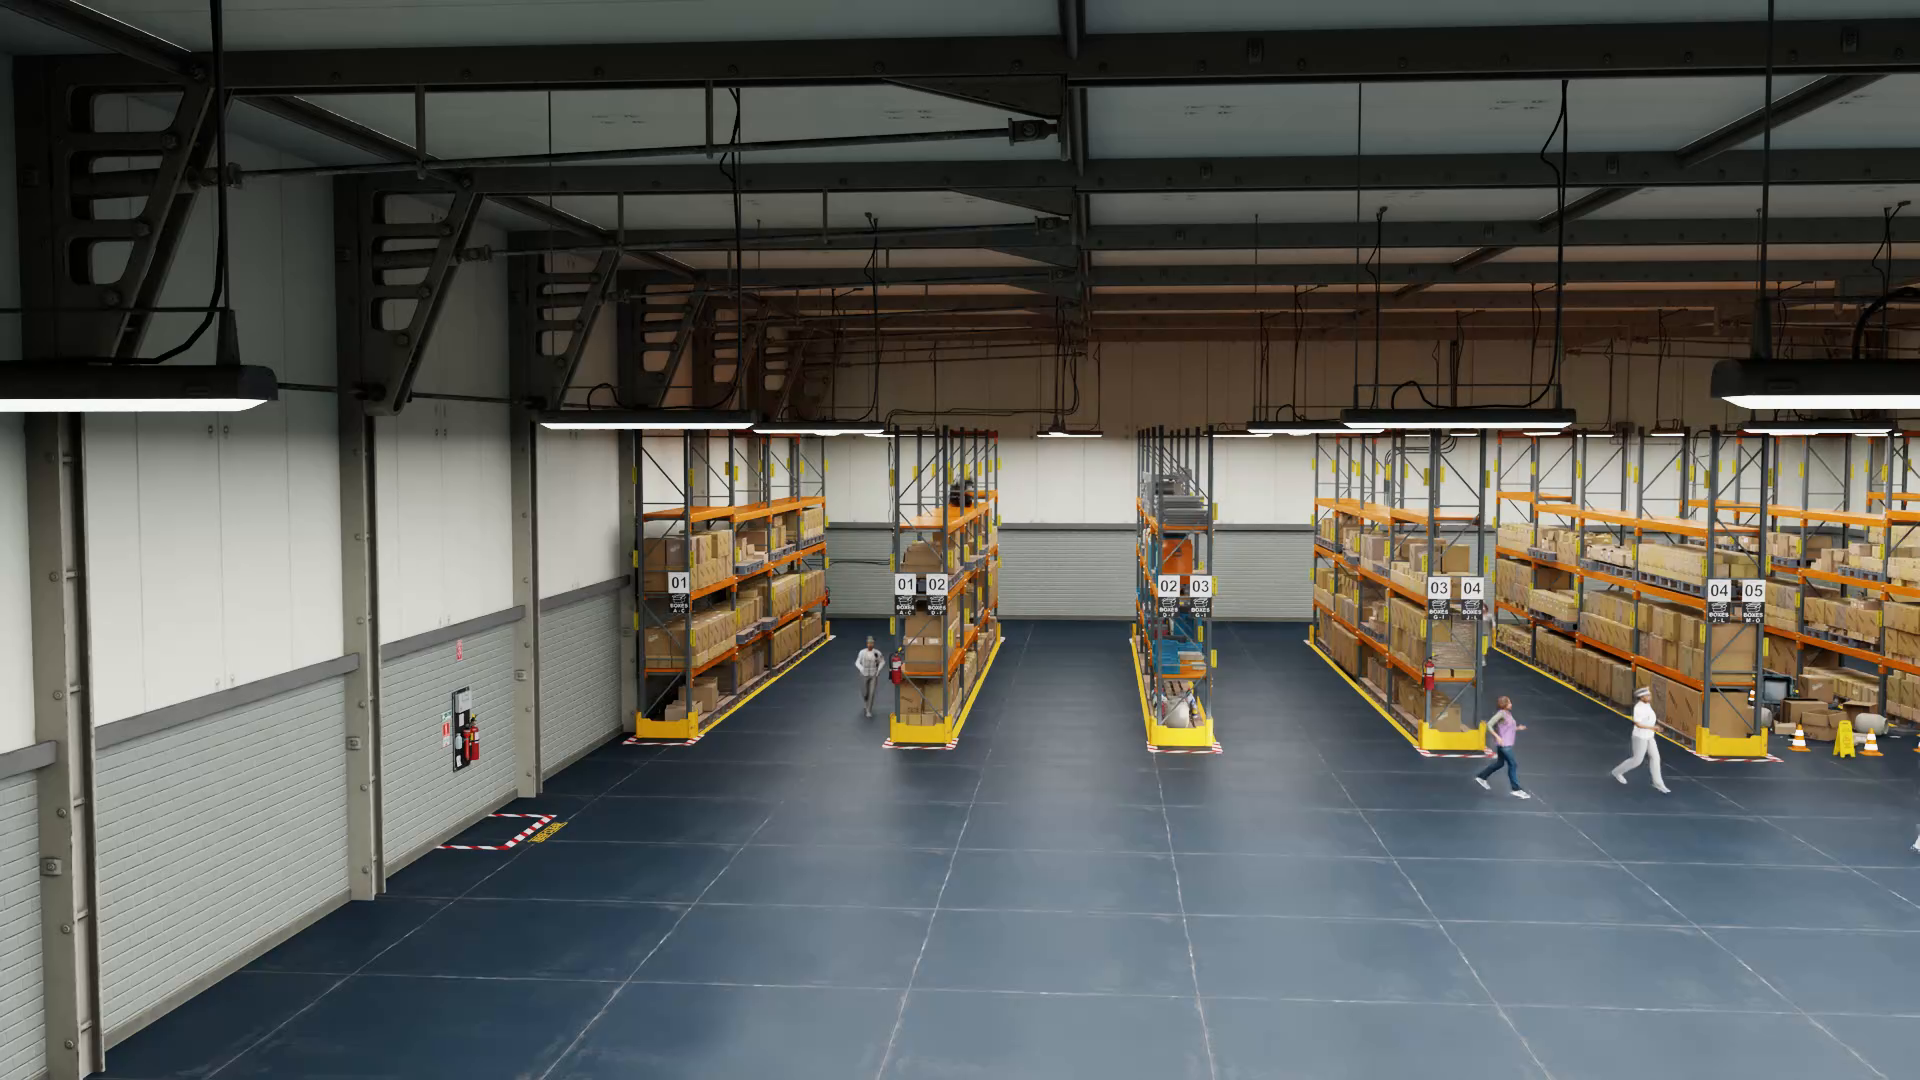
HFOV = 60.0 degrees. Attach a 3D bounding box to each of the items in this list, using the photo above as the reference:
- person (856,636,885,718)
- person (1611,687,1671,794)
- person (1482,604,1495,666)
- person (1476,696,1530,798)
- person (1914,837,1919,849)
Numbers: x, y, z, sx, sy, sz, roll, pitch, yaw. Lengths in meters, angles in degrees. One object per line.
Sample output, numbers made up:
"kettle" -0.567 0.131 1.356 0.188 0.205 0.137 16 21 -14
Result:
"person" -1.862 2.810 34.527 0.611 1.670 0.720 0 3 -2
"person" 11.144 3.240 27.178 0.923 1.718 0.589 3 5 42
"person" 13.356 2.404 42.336 0.541 1.556 0.488 1 3 10
"person" 8.719 3.296 26.661 0.864 1.596 0.531 2 4 30
"person" 13.584 3.473 22.748 0.878 1.807 0.668 2 4 33
